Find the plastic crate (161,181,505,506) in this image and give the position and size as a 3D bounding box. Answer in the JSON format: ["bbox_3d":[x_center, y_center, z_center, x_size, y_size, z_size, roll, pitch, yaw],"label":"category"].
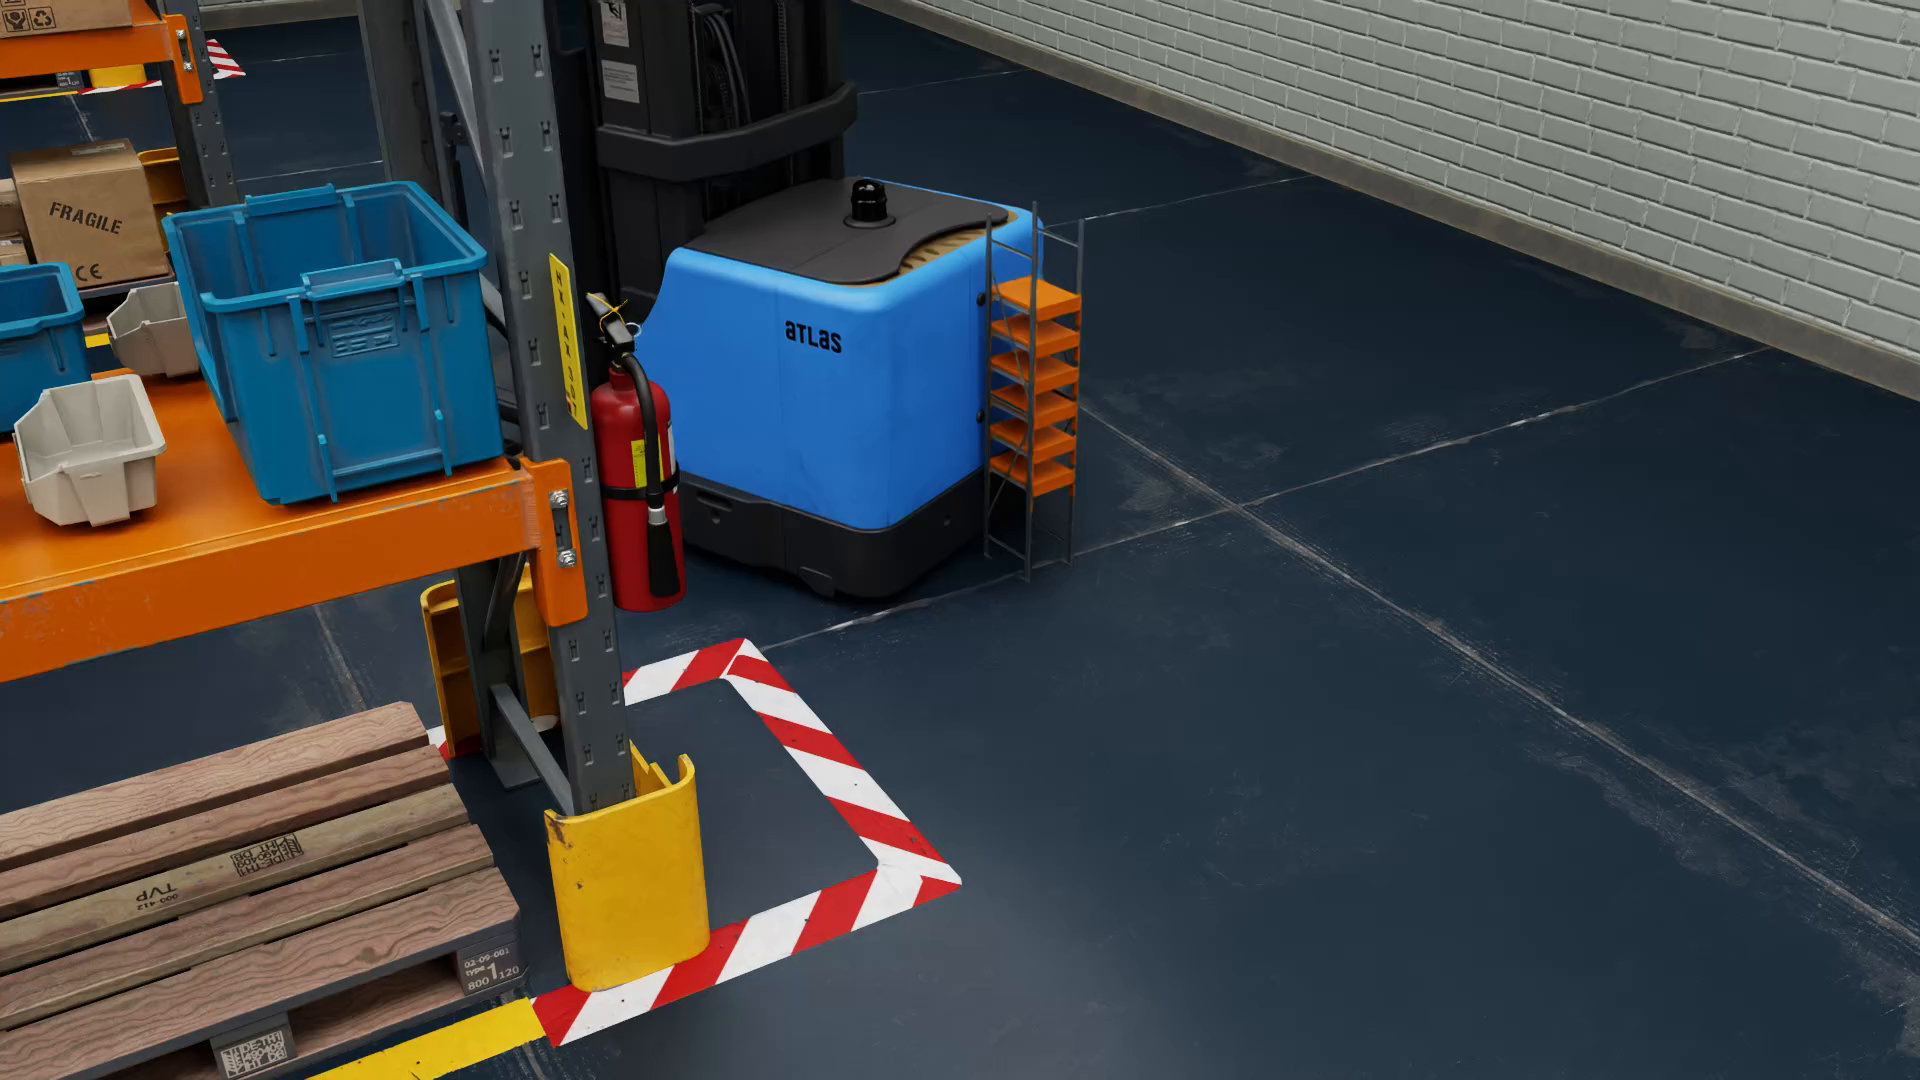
[{"bbox_3d":[-1.229,-0.410,3.289,0.499,0.435,0.616,-16,33,-26],"label":"plastic crate"}]

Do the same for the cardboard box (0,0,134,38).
[{"bbox_3d":[-3.790,-2.413,6.914,0.500,0.500,0.500,-15,32,-25],"label":"cardboard box"}]

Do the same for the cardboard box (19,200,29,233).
[{"bbox_3d":[-4.292,-1.524,7.883,0.250,0.166,0.380,-16,33,-26],"label":"cardboard box"}]

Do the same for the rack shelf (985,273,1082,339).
[{"bbox_3d":[0.228,-0.731,5.180,0.180,0.103,0.258,-20,35,-32],"label":"rack shelf"}]

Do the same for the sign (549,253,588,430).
[{"bbox_3d":[-0.743,-0.374,3.154,0.005,0.325,0.100,-16,33,-26],"label":"sign"}]

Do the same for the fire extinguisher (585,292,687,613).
[{"bbox_3d":[-0.675,-0.178,3.434,0.183,0.674,0.296,-16,33,-26],"label":"fire extinguisher"}]

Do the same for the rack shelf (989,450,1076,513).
[{"bbox_3d":[0.228,-0.206,5.470,0.180,0.103,0.258,-20,35,-32],"label":"rack shelf"}]

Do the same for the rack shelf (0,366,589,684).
[{"bbox_3d":[-2.760,0.277,2.888,4.000,0.370,1.077,-16,33,-26],"label":"rack shelf"}]

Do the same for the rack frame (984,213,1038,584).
[{"bbox_3d":[0.155,-0.428,5.284,0.006,1.200,0.240,-20,35,-32],"label":"rack frame"}]

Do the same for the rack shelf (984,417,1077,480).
[{"bbox_3d":[0.228,-0.311,5.412,0.180,0.103,0.258,-20,35,-32],"label":"rack shelf"}]

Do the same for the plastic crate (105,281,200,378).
[{"bbox_3d":[-1.734,-0.471,3.710,0.298,0.136,0.250,-16,33,-26],"label":"plastic crate"}]

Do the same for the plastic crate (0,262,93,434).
[{"bbox_3d":[-1.983,-0.396,3.475,0.300,0.233,0.416,-16,33,-26],"label":"plastic crate"}]

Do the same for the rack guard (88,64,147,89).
[{"bbox_3d":[-6.034,-3.566,11.695,0.348,0.500,1.175,-16,33,-26],"label":"rack guard"}]

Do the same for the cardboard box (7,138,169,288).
[{"bbox_3d":[-3.886,-1.455,7.413,0.500,0.500,0.500,-16,33,-26],"label":"cardboard box"}]

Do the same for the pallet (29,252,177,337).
[{"bbox_3d":[-4.294,-1.157,7.628,1.213,0.211,1.003,-16,33,-26],"label":"pallet"}]

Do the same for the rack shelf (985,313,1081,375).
[{"bbox_3d":[0.228,-0.626,5.238,0.180,0.103,0.258,-20,35,-32],"label":"rack shelf"}]

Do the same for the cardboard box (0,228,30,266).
[{"bbox_3d":[-4.280,-1.247,7.382,0.250,0.166,0.380,-16,33,-26],"label":"cardboard box"}]

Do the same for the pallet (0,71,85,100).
[{"bbox_3d":[-6.704,-3.205,11.340,1.213,0.211,1.003,-16,33,-26],"label":"pallet"}]

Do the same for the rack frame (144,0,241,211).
[{"bbox_3d":[-3.542,-2.592,7.342,0.127,3.000,1.000,-16,33,-26],"label":"rack frame"}]

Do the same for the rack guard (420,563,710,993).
[{"bbox_3d":[-1.021,0.555,4.226,0.348,0.500,1.175,-16,33,-26],"label":"rack guard"}]

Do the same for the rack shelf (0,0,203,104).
[{"bbox_3d":[-5.266,-1.788,6.629,4.000,0.370,1.077,-16,33,-26],"label":"rack shelf"}]

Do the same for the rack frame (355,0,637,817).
[{"bbox_3d":[-1.035,-0.528,3.602,0.127,3.000,1.000,-16,33,-26],"label":"rack frame"}]

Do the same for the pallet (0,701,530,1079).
[{"bbox_3d":[-1.766,0.879,3.939,1.213,0.211,1.003,-16,33,-26],"label":"pallet"}]

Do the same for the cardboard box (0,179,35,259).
[{"bbox_3d":[-4.585,-1.443,7.652,0.500,0.250,0.500,-16,33,-26],"label":"cardboard box"}]

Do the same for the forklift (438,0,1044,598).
[{"bbox_3d":[-1.215,-1.634,5.676,3.031,2.935,1.130,18,34,29],"label":"forklift"}]

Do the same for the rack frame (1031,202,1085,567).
[{"bbox_3d":[0.301,-0.482,5.381,0.006,1.200,0.240,-20,35,-32],"label":"rack frame"}]

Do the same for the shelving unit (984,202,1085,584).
[{"bbox_3d":[0.228,-0.455,5.333,0.189,1.200,0.258,-20,35,-32],"label":"shelving unit"}]

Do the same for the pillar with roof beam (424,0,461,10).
[{"bbox_3d":[-1.984,-6.509,8.231,0.400,9.000,9.100,-16,33,-26],"label":"pillar with roof beam"}]

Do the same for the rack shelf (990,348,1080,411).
[{"bbox_3d":[0.228,-0.521,5.296,0.180,0.103,0.258,-20,35,-32],"label":"rack shelf"}]

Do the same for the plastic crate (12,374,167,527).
[{"bbox_3d":[-1.647,-0.163,3.153,0.243,0.136,0.396,-16,33,-26],"label":"plastic crate"}]

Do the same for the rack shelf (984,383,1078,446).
[{"bbox_3d":[0.228,-0.416,5.354,0.180,0.103,0.258,-20,35,-32],"label":"rack shelf"}]

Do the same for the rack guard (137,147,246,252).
[{"bbox_3d":[-3.607,-1.479,7.913,0.348,0.500,1.175,-16,33,-26],"label":"rack guard"}]
